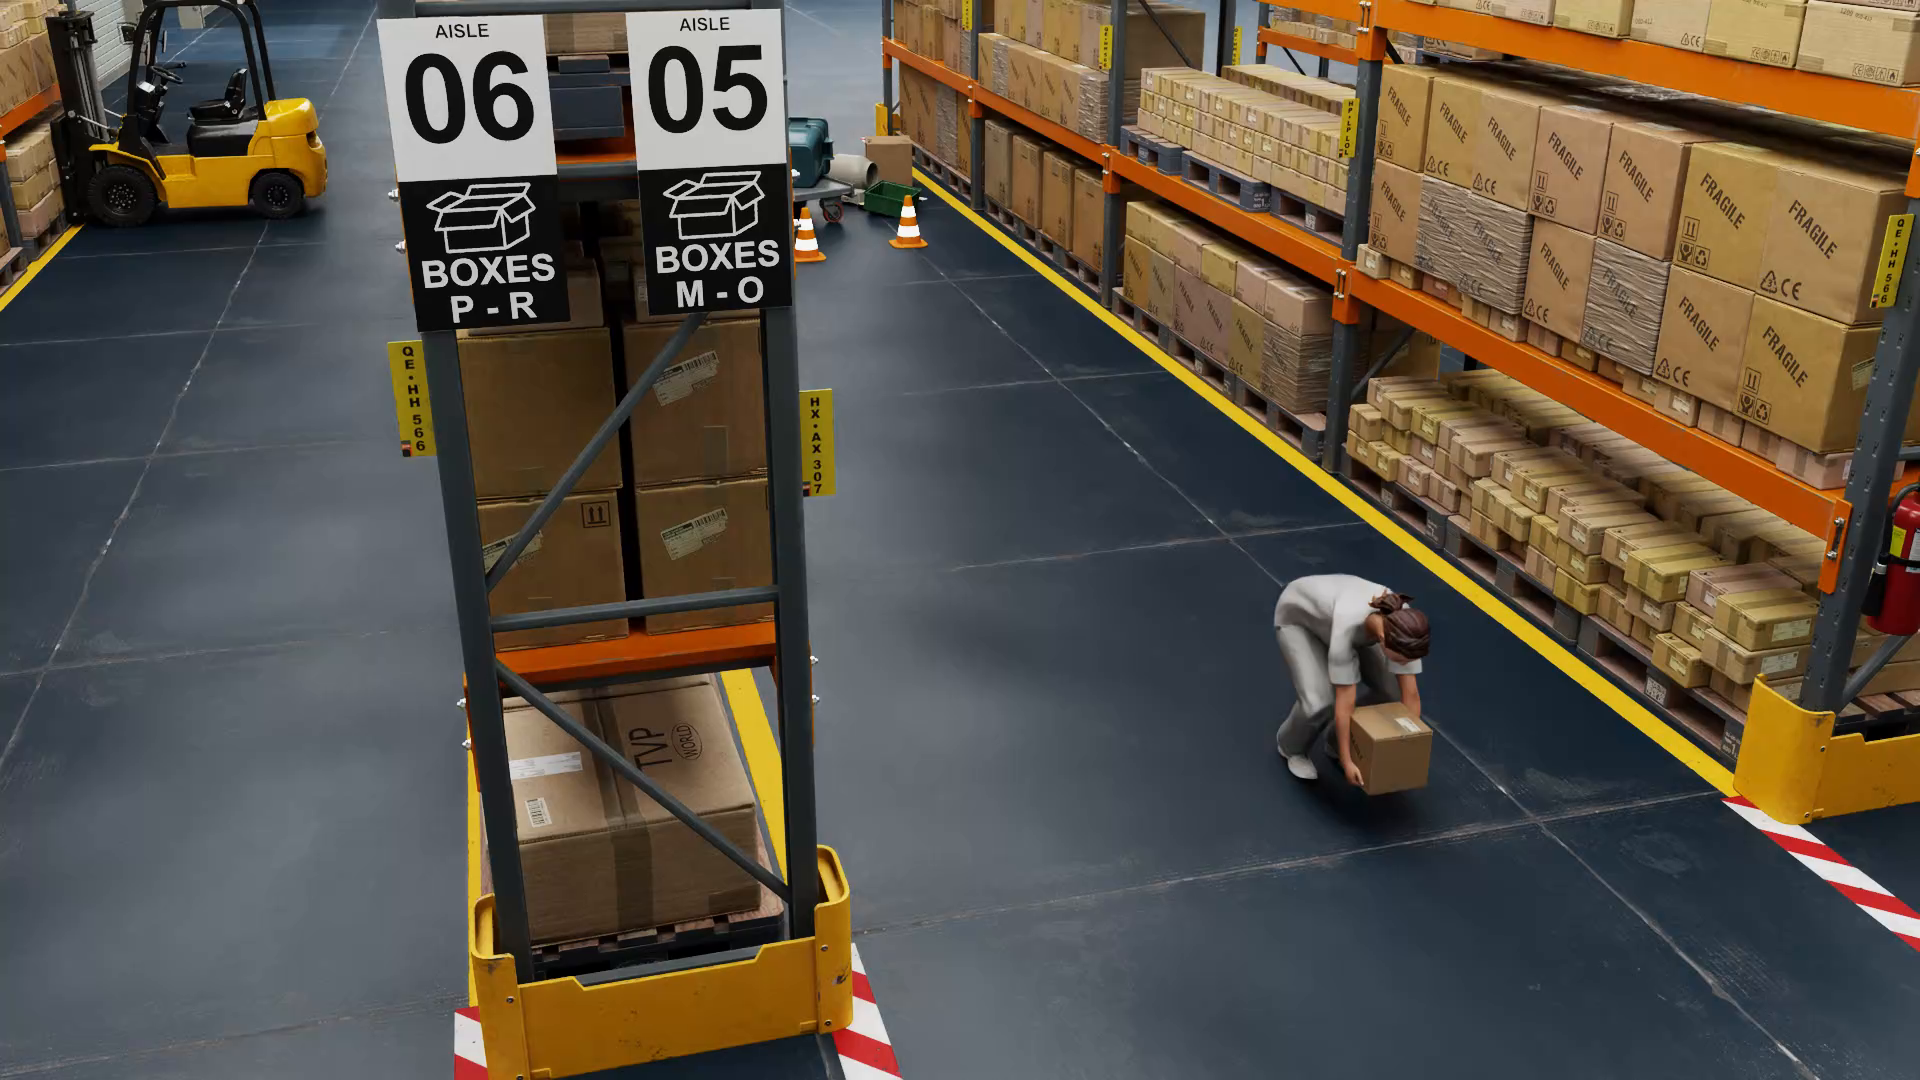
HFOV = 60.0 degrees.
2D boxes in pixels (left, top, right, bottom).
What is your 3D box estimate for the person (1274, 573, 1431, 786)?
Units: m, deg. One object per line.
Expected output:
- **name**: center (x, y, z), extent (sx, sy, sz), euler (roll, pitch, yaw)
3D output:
- **person**: center (1.574, 0.565, 6.716), extent (0.462, 0.935, 0.854), euler (-7, 24, -16)
